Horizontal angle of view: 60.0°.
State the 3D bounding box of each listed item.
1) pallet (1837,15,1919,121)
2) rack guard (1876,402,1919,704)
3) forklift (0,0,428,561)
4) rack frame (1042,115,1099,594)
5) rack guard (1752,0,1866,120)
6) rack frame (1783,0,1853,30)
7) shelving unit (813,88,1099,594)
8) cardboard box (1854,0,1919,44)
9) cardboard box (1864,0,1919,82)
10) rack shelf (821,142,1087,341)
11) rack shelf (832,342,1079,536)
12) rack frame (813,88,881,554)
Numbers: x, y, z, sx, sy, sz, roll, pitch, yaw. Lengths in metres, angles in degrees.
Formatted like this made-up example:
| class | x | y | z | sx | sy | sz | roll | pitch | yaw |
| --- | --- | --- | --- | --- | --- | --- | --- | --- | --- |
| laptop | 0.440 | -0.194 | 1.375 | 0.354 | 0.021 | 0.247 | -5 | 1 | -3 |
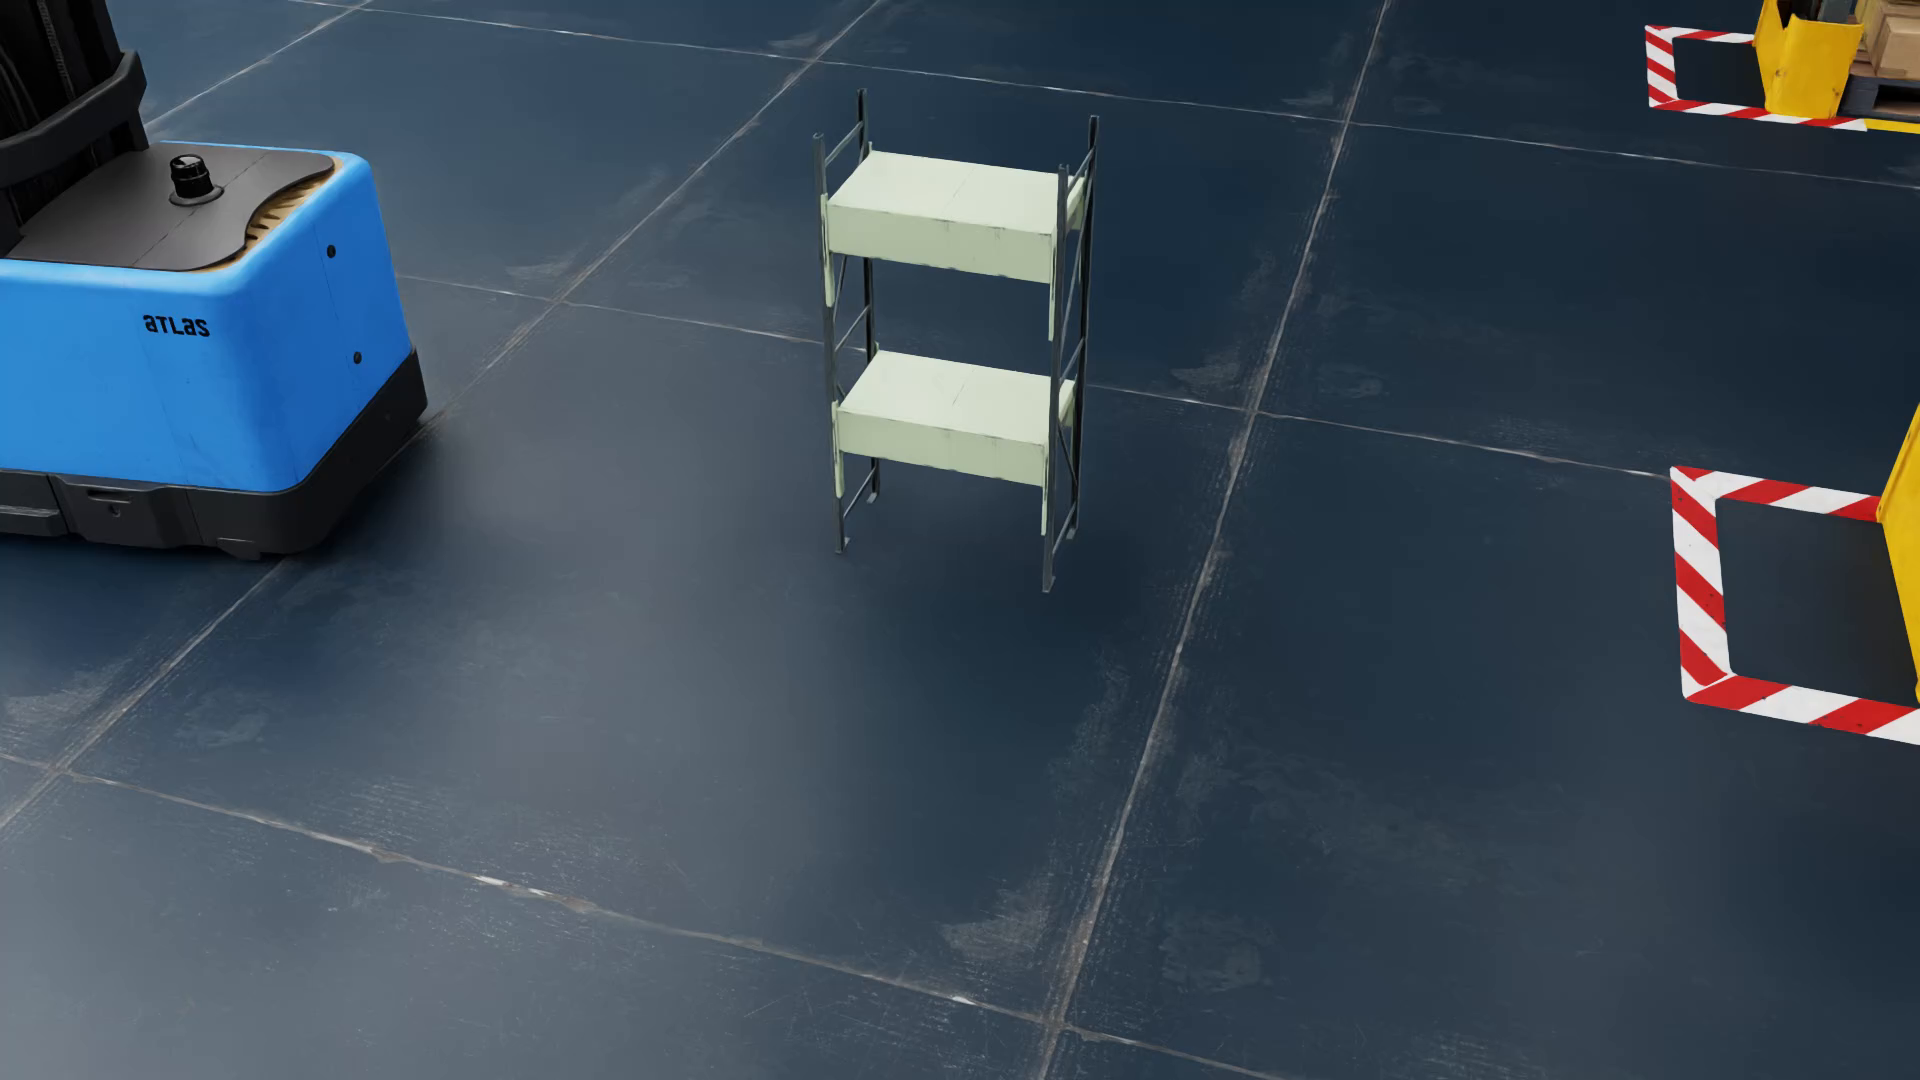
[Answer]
| class | x | y | z | sx | sy | sz | roll | pitch | yaw |
| --- | --- | --- | --- | --- | --- | --- | --- | --- | --- |
| pallet | 5.384 | -2.533 | 9.014 | 1.213 | 0.211 | 1.003 | 10 | 38 | 14 |
| rack guard | 3.248 | 0.028 | 5.291 | 0.348 | 0.500 | 1.175 | 10 | 38 | 14 |
| forklift | -3.587 | -1.514 | 5.334 | 3.031 | 2.935 | 1.130 | 5 | 37 | 7 |
| rack frame | 0.343 | -0.541 | 5.219 | 0.023 | 1.500 | 0.400 | 10 | 38 | 14 |
| rack guard | 4.619 | -2.765 | 9.086 | 0.348 | 0.500 | 1.175 | 10 | 38 | 14 |
| rack frame | 4.642 | -3.768 | 8.339 | 0.127 | 3.000 | 1.000 | 10 | 38 | 14 |
| shelving unit | -0.006 | -0.605 | 5.307 | 0.755 | 1.500 | 0.431 | 10 | 38 | 14 |
| cardboard box | 5.242 | -2.902 | 9.128 | 0.500 | 0.250 | 0.500 | 10 | 38 | 14 |
| cardboard box | 5.087 | -2.609 | 8.730 | 0.500 | 0.250 | 0.500 | 10 | 38 | 14 |
| rack shelf | -0.006 | -0.919 | 5.076 | 0.720 | 0.370 | 0.431 | 10 | 38 | 14 |
| rack shelf | -0.006 | -0.343 | 5.500 | 0.720 | 0.370 | 0.431 | 10 | 38 | 14 |
| rack frame | -0.356 | -0.670 | 5.395 | 0.023 | 1.500 | 0.400 | 10 | 38 | 14 |
